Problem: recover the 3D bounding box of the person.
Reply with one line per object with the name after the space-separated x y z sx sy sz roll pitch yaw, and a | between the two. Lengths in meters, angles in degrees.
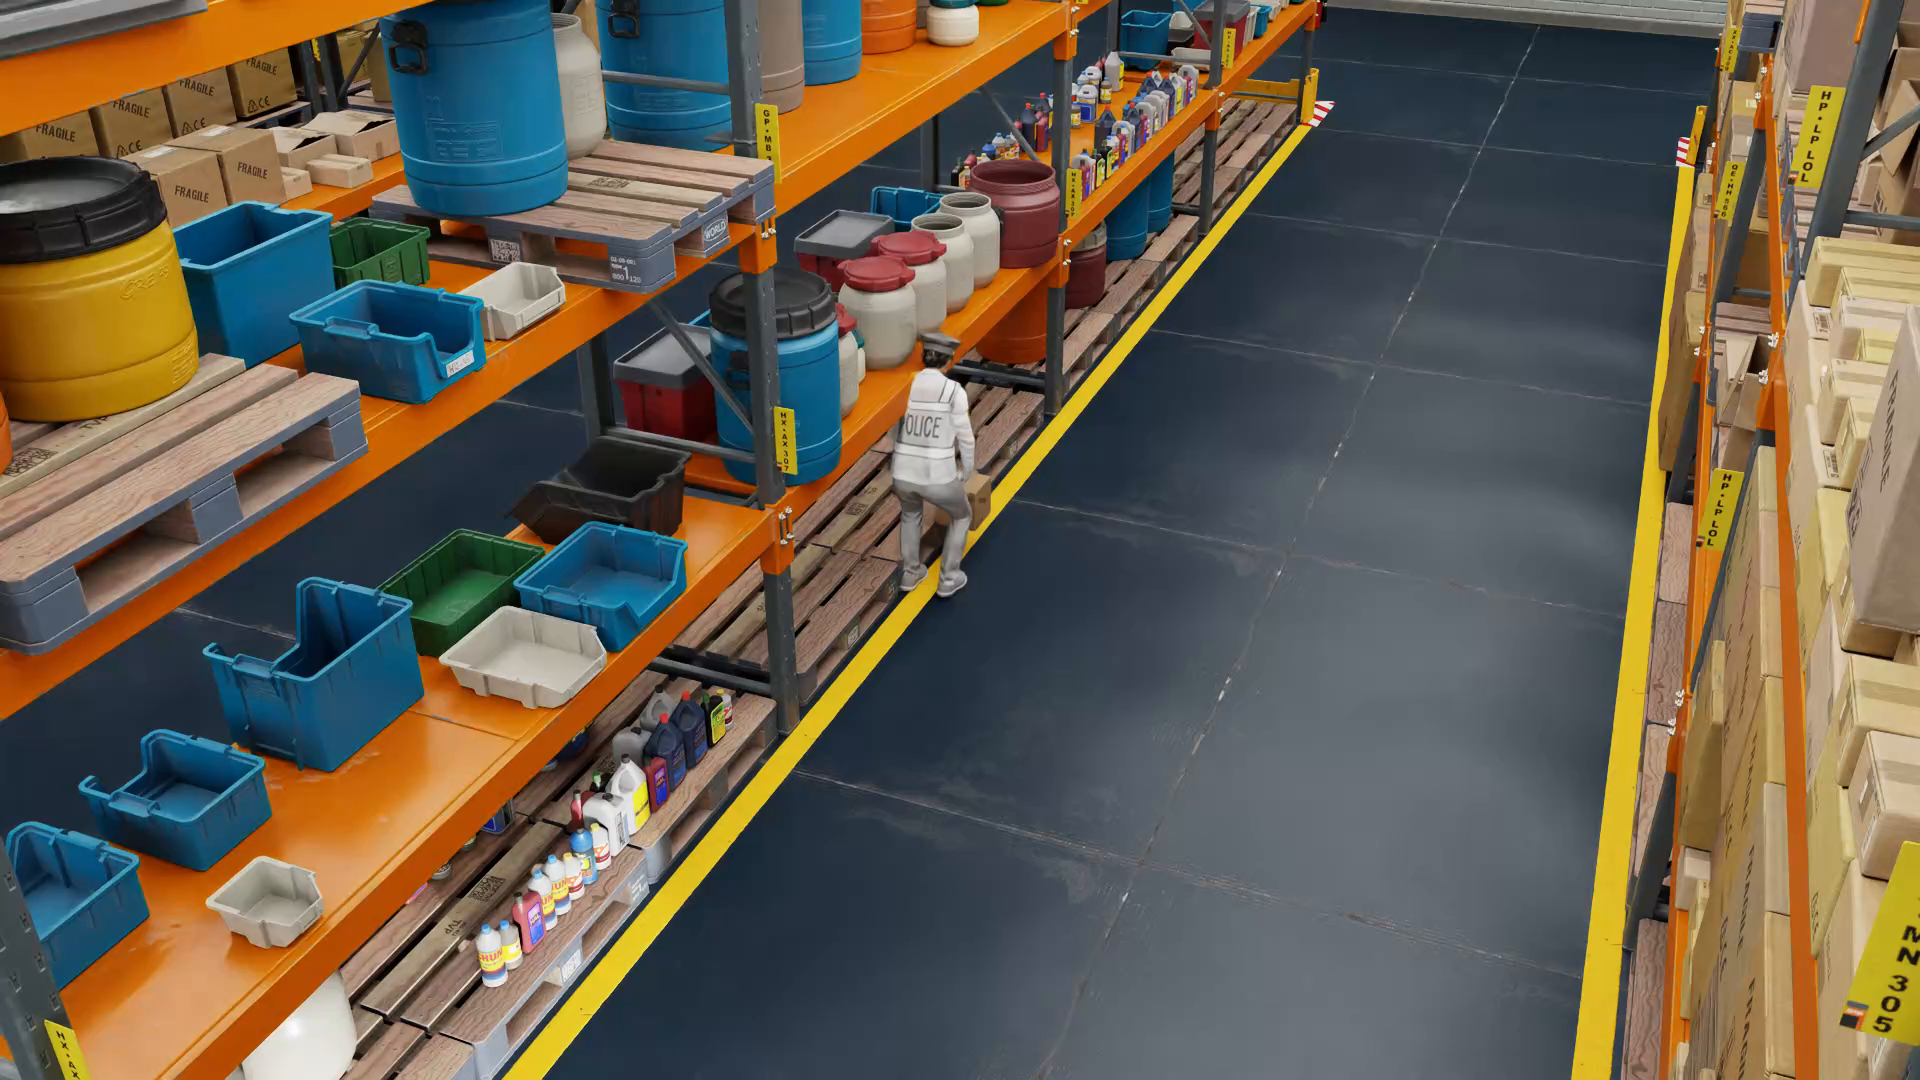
-0.177 -0.408 9.280 0.529 1.501 0.613 12 32 20 | person
